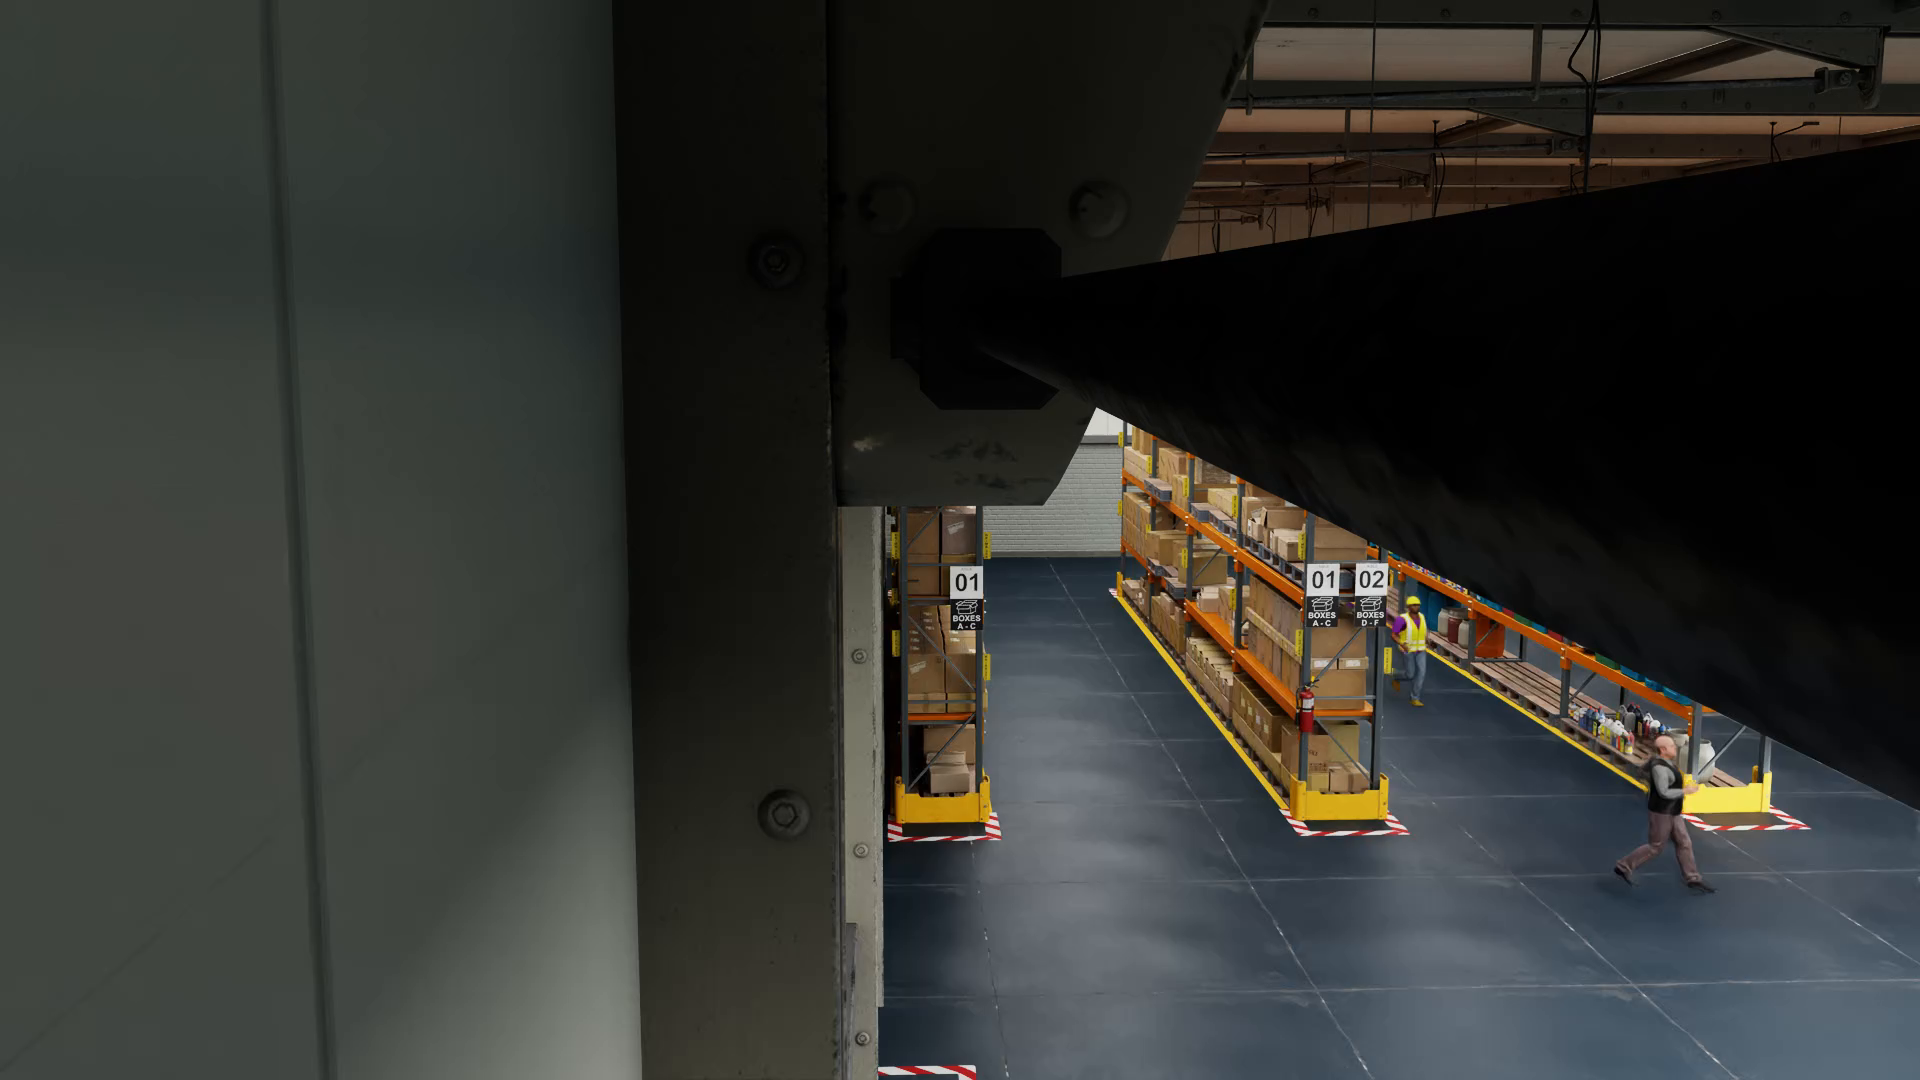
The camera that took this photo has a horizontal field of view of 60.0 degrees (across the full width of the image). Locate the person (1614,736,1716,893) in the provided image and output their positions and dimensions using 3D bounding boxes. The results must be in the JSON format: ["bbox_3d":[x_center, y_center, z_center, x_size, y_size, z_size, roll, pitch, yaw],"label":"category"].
[{"bbox_3d":[7.656,2.949,17.962,1.025,1.692,0.665,4,9,28],"label":"person"}]

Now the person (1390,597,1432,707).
[{"bbox_3d":[7.216,1.759,26.532,0.700,1.739,0.801,-2,8,-16],"label":"person"}]
